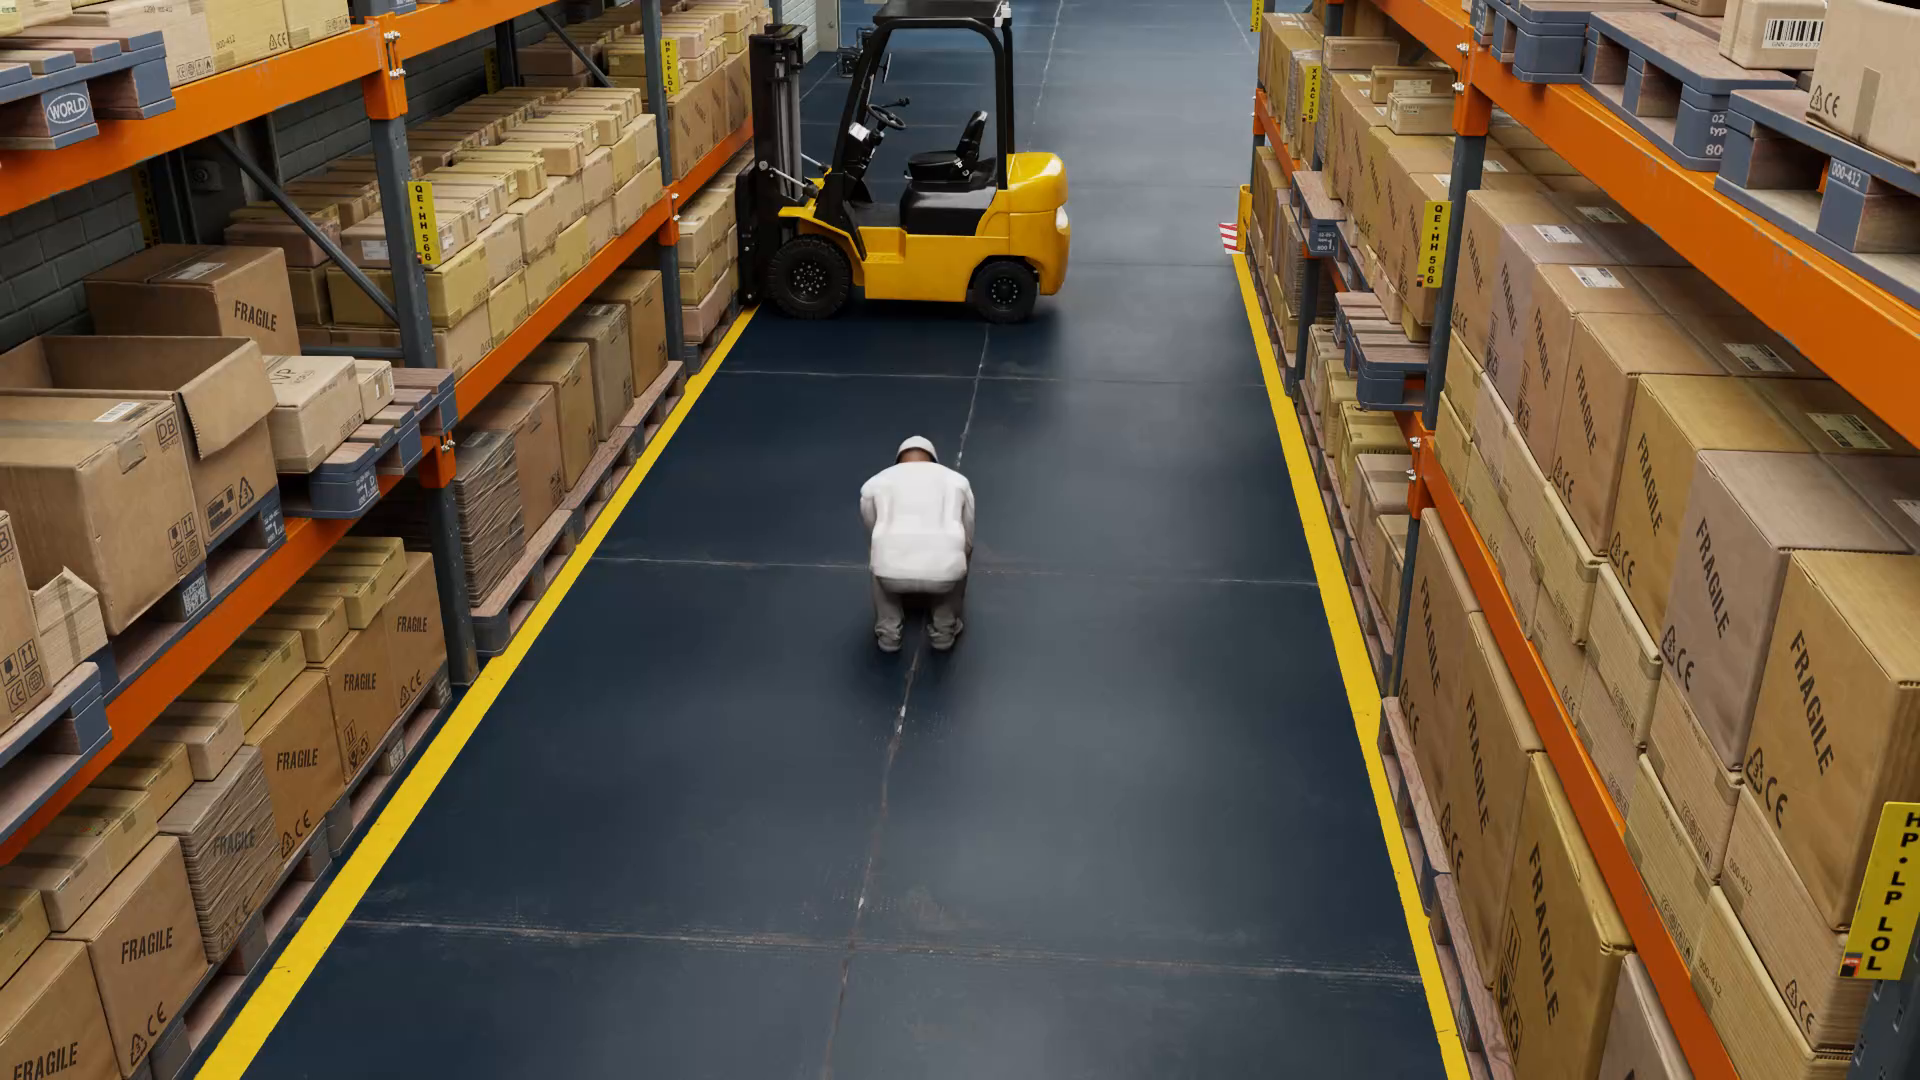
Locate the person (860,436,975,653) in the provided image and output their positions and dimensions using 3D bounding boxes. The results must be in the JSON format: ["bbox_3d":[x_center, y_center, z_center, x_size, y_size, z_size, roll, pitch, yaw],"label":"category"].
[{"bbox_3d":[-0.205,0.056,7.689,0.531,0.849,0.947,1,24,3],"label":"person"}]
